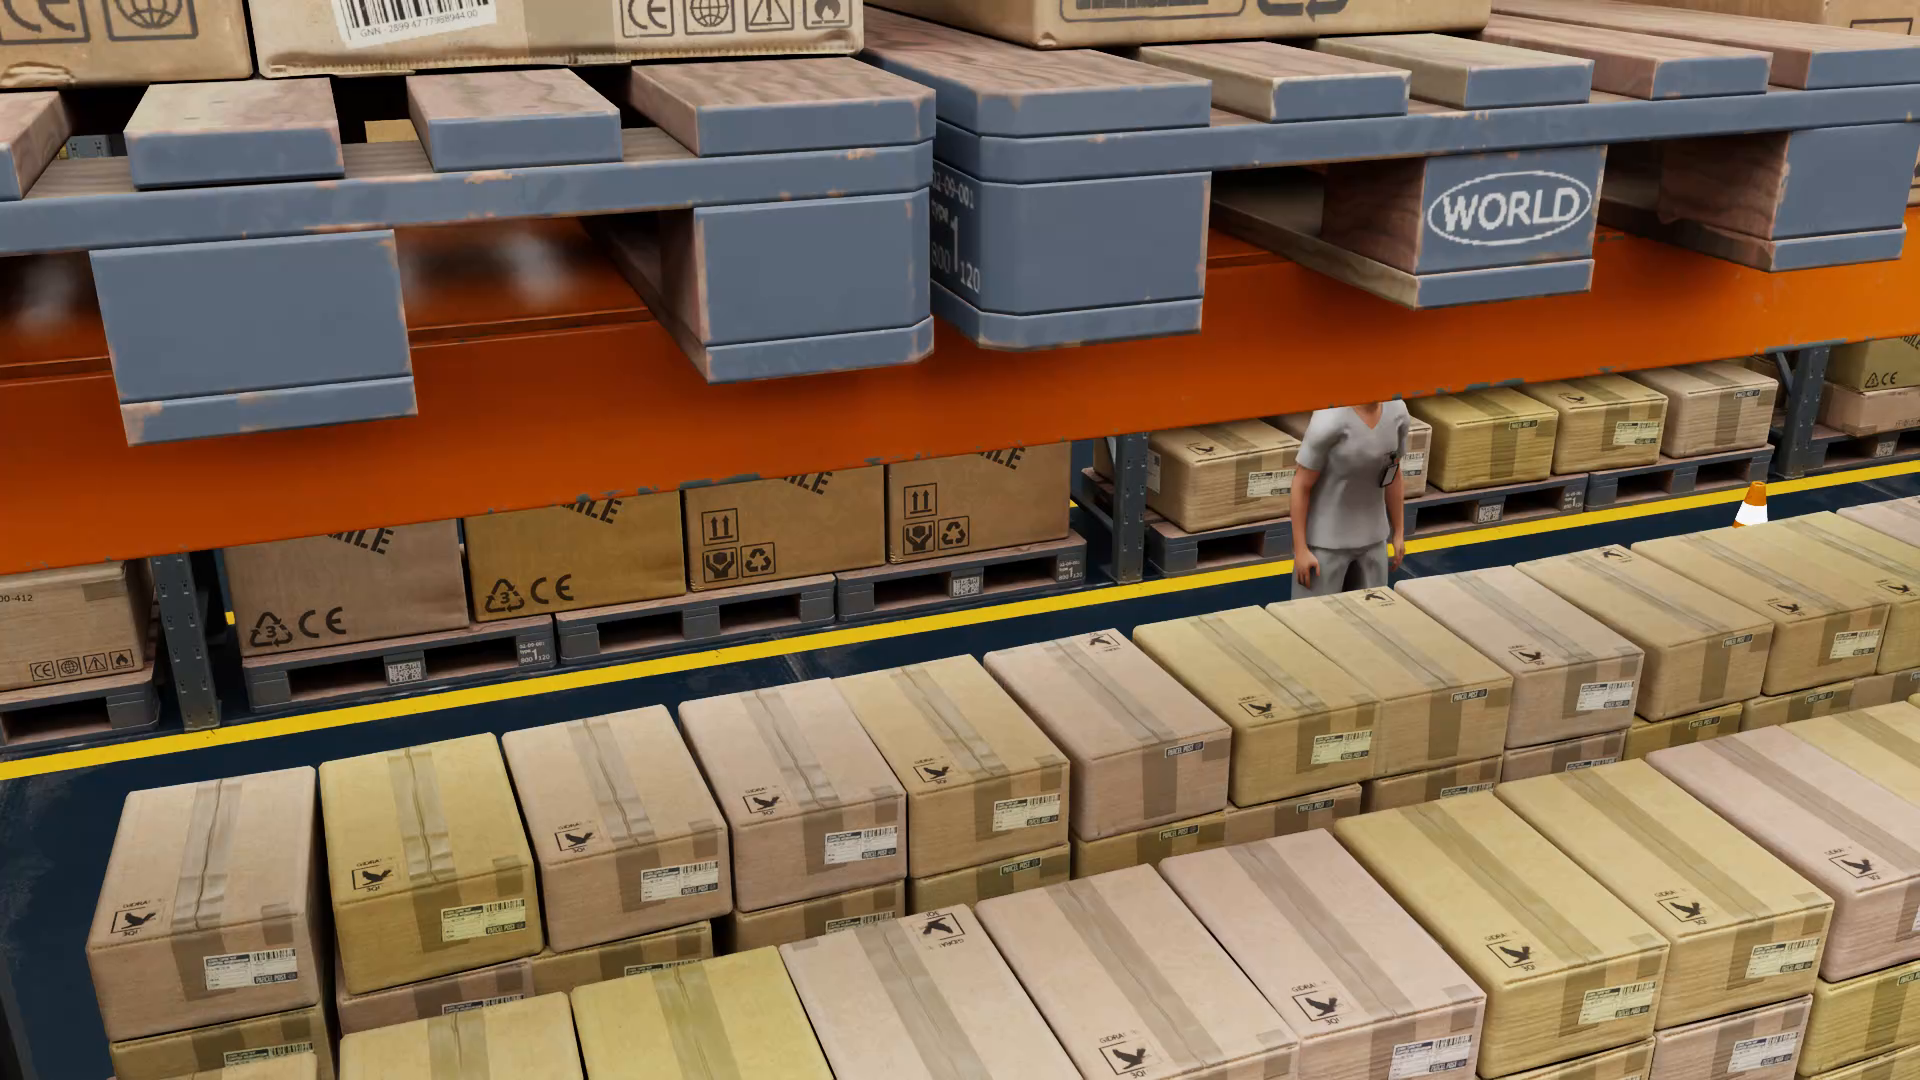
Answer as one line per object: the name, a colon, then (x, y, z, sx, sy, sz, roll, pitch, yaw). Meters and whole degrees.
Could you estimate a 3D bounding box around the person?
person: (1.398, 0.022, 6.044, 0.515, 1.672, 0.355, -10, 25, -22)
